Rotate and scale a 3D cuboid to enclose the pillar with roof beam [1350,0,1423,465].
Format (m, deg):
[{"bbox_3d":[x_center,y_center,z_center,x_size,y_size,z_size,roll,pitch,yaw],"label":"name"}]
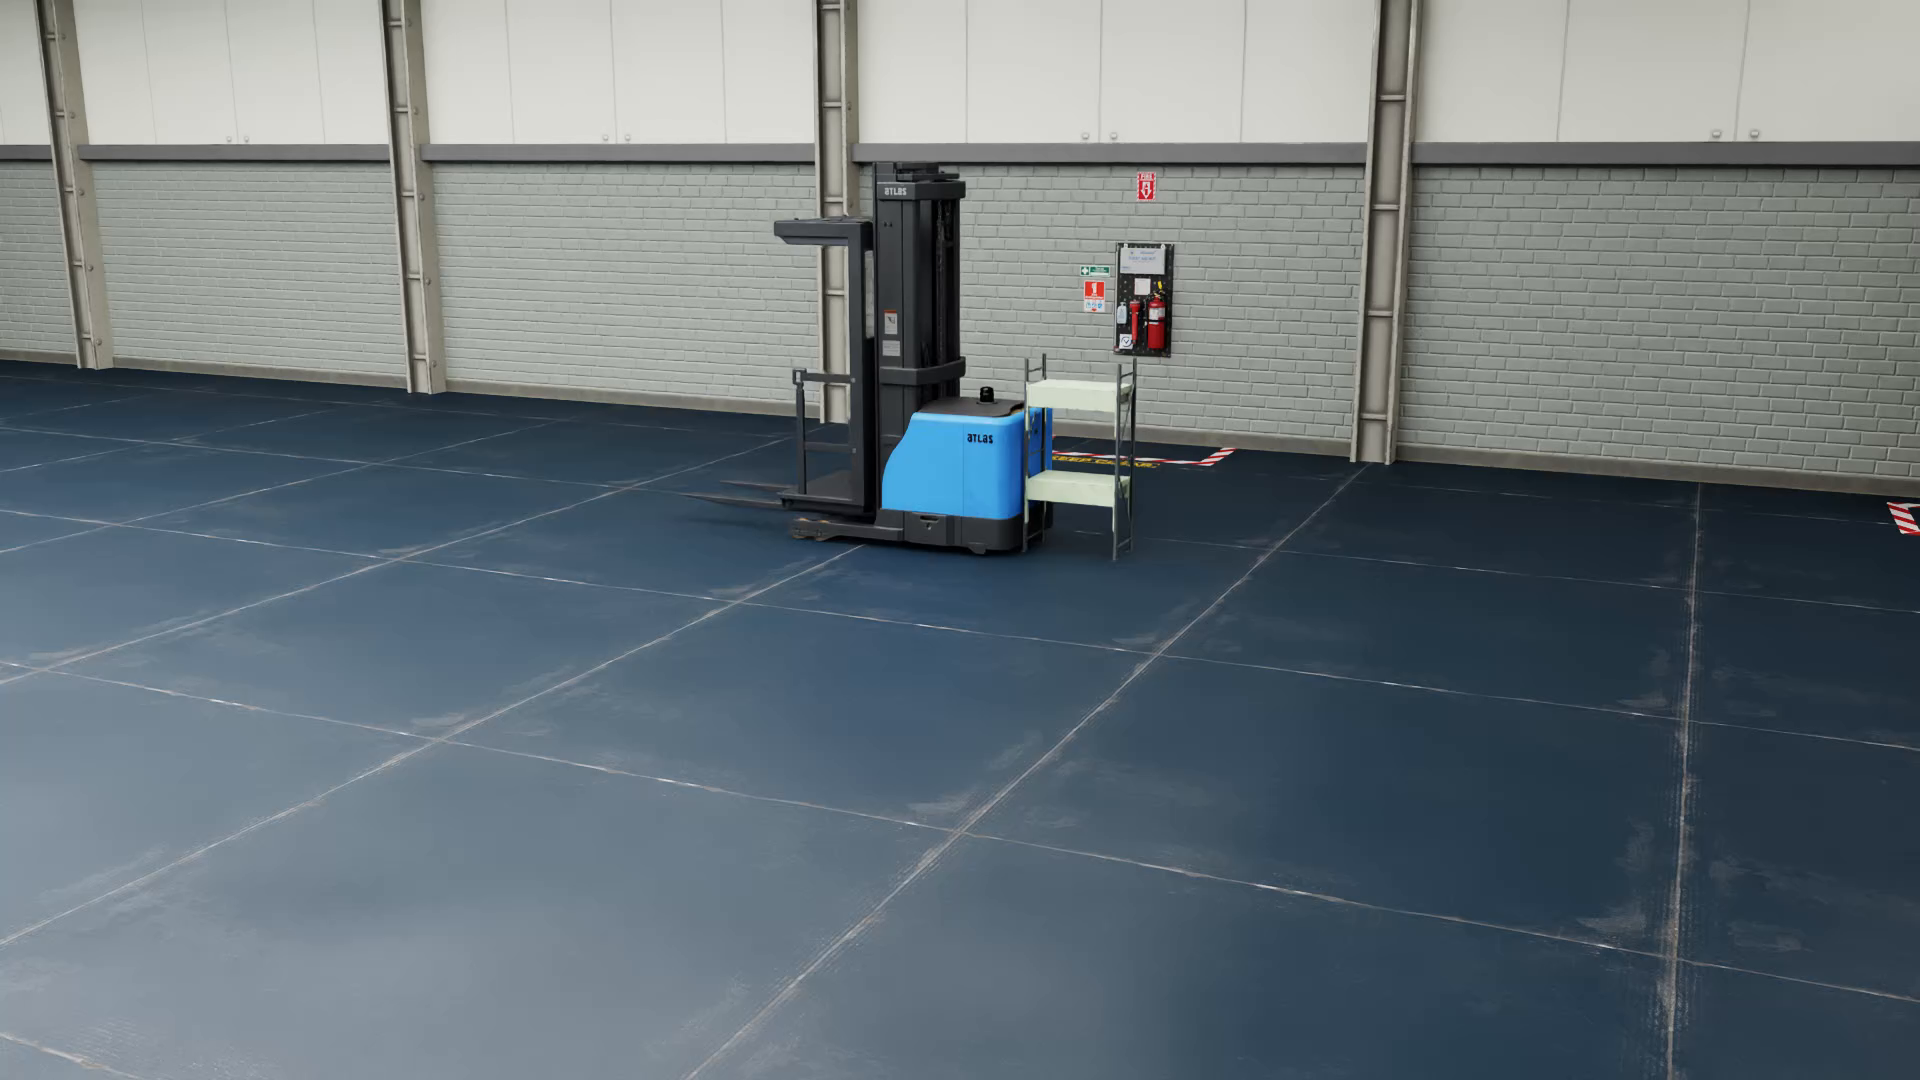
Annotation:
[{"bbox_3d":[2.387,-4.277,11.783,0.400,9.000,9.100,6,14,23],"label":"pillar with roof beam"}]

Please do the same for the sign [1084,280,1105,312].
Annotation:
[{"bbox_3d":[1.423,-2.582,17.614,0.234,0.329,0.001,6,14,23],"label":"sign"}]

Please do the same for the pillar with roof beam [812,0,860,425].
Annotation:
[{"bbox_3d":[-3.098,-4.832,14.149,0.400,9.000,9.100,6,14,23],"label":"pillar with roof beam"}]

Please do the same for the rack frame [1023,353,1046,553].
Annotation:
[{"bbox_3d":[0.577,-0.671,12.833,0.023,1.500,0.400,6,14,23],"label":"rack frame"}]

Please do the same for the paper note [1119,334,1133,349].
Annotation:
[{"bbox_3d":[1.753,-2.094,17.540,0.142,0.148,0.016,6,14,23],"label":"paper note"}]

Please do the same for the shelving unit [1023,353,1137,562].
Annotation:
[{"bbox_3d":[0.911,-0.637,12.688,0.755,1.500,0.431,6,14,23],"label":"shelving unit"}]

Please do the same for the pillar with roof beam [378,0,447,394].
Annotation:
[{"bbox_3d":[-8.584,-5.387,16.515,0.400,9.000,9.100,6,14,23],"label":"pillar with roof beam"}]

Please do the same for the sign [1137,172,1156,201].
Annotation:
[{"bbox_3d":[1.920,-3.642,17.135,0.199,0.298,0.001,6,14,23],"label":"sign"}]

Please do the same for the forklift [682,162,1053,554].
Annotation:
[{"bbox_3d":[-0.811,-1.519,13.314,3.031,2.935,1.130,6,14,23],"label":"forklift"}]

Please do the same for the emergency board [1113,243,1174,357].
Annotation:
[{"bbox_3d":[1.887,-2.492,17.308,0.643,1.169,0.194,6,14,23],"label":"emergency board"}]

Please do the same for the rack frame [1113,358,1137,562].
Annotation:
[{"bbox_3d":[1.246,-0.603,12.543,0.023,1.500,0.400,6,14,23],"label":"rack frame"}]

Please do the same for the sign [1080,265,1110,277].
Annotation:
[{"bbox_3d":[1.424,-2.838,17.544,0.331,0.109,0.001,6,14,23],"label":"sign"}]

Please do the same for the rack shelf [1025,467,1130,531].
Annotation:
[{"bbox_3d":[0.911,-0.320,12.763,0.720,0.370,0.431,6,14,23],"label":"rack shelf"}]

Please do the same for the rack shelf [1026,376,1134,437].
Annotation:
[{"bbox_3d":[0.911,-1.017,12.599,0.720,0.370,0.431,6,14,23],"label":"rack shelf"}]

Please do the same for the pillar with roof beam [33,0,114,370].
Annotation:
[{"bbox_3d":[-14.070,-5.942,18.880,0.400,9.000,9.100,6,14,23],"label":"pillar with roof beam"}]
